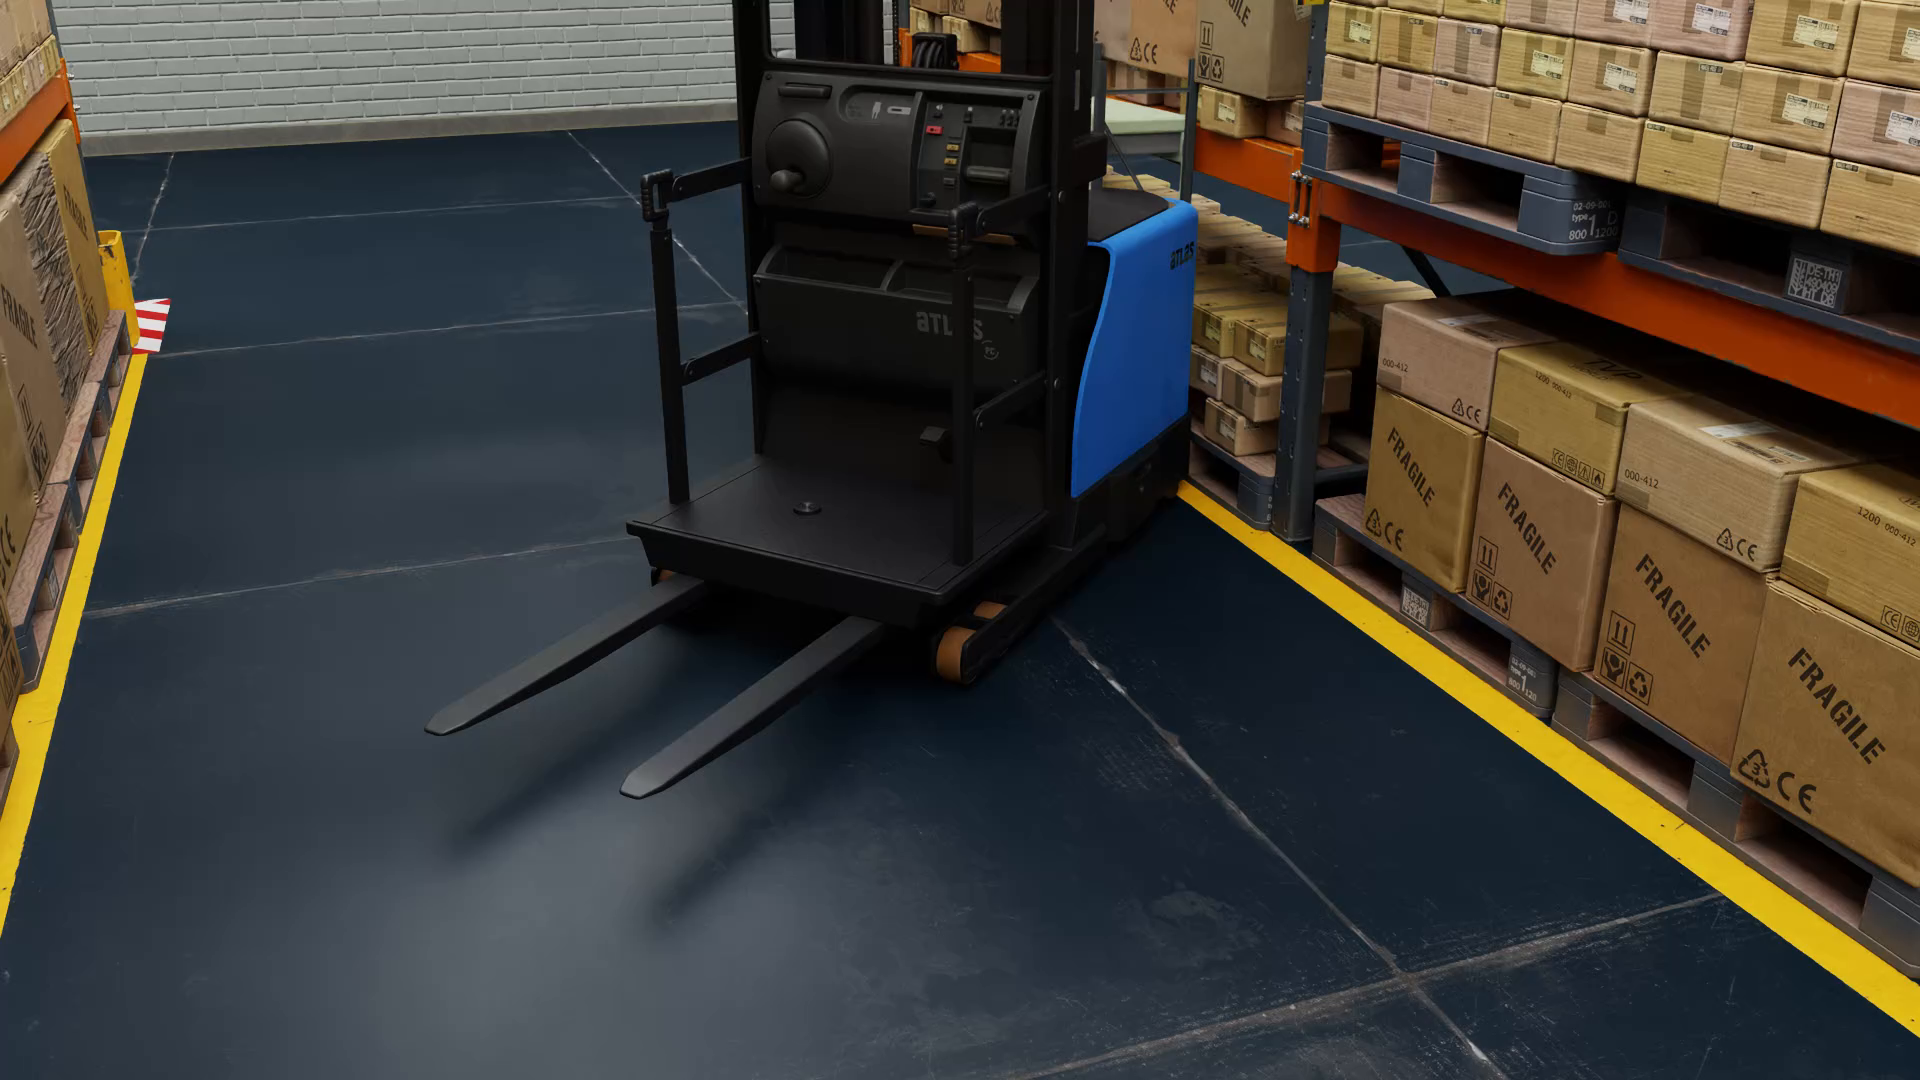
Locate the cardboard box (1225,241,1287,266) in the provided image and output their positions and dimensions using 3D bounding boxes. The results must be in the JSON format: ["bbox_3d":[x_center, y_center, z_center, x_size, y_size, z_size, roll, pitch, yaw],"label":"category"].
[{"bbox_3d":[1.340,-1.152,6.984,0.380,0.149,0.250,-8,24,-18],"label":"cardboard box"}]

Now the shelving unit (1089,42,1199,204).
[{"bbox_3d":[0.494,-1.075,6.309,0.431,1.500,0.755,-8,23,-22],"label":"shelving unit"}]

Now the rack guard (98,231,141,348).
[{"bbox_3d":[-4.526,-1.122,7.768,1.175,0.500,0.348,-8,24,-19],"label":"rack guard"}]

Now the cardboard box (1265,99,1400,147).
[{"bbox_3d":[1.252,-1.411,5.560,0.380,0.149,0.250,-9,24,-20],"label":"cardboard box"}]

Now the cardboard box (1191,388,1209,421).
[{"bbox_3d":[1.101,-0.537,6.291,0.380,0.149,0.250,-8,24,-18],"label":"cardboard box"}]

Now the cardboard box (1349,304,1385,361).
[{"bbox_3d":[1.644,-0.763,6.062,0.380,0.149,0.250,-7,24,-17],"label":"cardboard box"}]

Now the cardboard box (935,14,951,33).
[{"bbox_3d":[0.095,-2.544,8.246,0.380,0.149,0.250,-7,24,-17],"label":"cardboard box"}]

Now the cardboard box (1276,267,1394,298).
[{"bbox_3d":[1.466,-0.956,6.521,0.380,0.149,0.250,-9,24,-20],"label":"cardboard box"}]

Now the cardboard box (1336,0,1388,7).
[{"bbox_3d":[1.280,-1.601,4.703,0.380,0.149,0.250,-7,24,-16],"label":"cardboard box"}]

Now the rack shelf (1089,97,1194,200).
[{"bbox_3d":[0.500,-1.440,6.170,0.431,0.370,0.720,-8,23,-22],"label":"rack shelf"}]

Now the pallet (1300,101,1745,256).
[{"bbox_3d":[1.706,-1.069,4.672,1.003,0.211,1.213,-8,24,-19],"label":"pallet"}]

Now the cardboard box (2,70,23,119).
[{"bbox_3d":[-3.629,-1.600,6.007,0.380,0.149,0.250,-8,24,-19],"label":"cardboard box"}]

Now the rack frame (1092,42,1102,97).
[{"bbox_3d":[0.349,-1.197,6.622,0.400,1.500,0.023,-8,23,-22],"label":"rack frame"}]

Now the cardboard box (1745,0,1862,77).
[{"bbox_3d":[1.837,-1.034,3.358,0.380,0.149,0.250,-8,24,-17],"label":"cardboard box"}]

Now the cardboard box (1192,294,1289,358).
[{"bbox_3d":[1.075,-0.790,6.127,0.380,0.149,0.250,-8,24,-18],"label":"cardboard box"}]

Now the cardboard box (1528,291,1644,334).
[{"bbox_3d":[2.071,-0.607,5.039,0.500,0.250,0.500,-9,24,-20],"label":"cardboard box"}]

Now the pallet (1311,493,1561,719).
[{"bbox_3d":[1.848,0.112,5.212,1.003,0.211,1.213,-8,24,-19],"label":"pallet"}]

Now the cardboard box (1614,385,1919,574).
[{"bbox_3d":[1.952,-0.159,3.977,0.500,0.250,0.500,-7,24,-17],"label":"cardboard box"}]

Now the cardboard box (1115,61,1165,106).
[{"bbox_3d":[0.828,-1.787,6.451,0.380,0.149,0.250,-9,25,-21],"label":"cardboard box"}]

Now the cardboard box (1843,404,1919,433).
[{"bbox_3d":[2.440,-0.228,4.141,0.500,0.250,0.500,-9,25,-21],"label":"cardboard box"}]

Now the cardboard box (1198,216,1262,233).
[{"bbox_3d":[1.116,-1.334,7.417,0.380,0.149,0.250,-8,24,-19],"label":"cardboard box"}]

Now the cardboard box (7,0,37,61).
[{"bbox_3d":[-3.919,-2.009,6.464,0.500,0.250,0.500,-9,24,-20],"label":"cardboard box"}]

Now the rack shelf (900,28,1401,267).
[{"bbox_3d":[0.865,-1.851,7.205,1.077,0.370,4.000,-8,24,-19],"label":"rack shelf"}]

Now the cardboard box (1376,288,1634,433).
[{"bbox_3d":[1.586,-0.538,4.876,0.500,0.250,0.500,-9,25,-21],"label":"cardboard box"}]

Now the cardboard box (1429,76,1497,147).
[{"bbox_3d":[1.469,-1.136,4.365,0.380,0.149,0.250,-8,24,-19],"label":"cardboard box"}]

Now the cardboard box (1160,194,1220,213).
[{"bbox_3d":[1.007,-1.537,7.897,0.380,0.149,0.250,-7,24,-17],"label":"cardboard box"}]

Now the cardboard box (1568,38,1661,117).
[{"bbox_3d":[1.655,-1.084,3.860,0.380,0.149,0.250,-7,24,-17],"label":"cardboard box"}]

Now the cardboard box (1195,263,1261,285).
[{"bbox_3d":[0.962,-0.985,6.588,0.380,0.149,0.250,-8,24,-17],"label":"cardboard box"}]

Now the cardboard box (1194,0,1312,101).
[{"bbox_3d":[1.136,-1.775,5.589,0.500,0.500,0.500,-8,24,-19],"label":"cardboard box"}]

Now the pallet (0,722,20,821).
[{"bbox_3d":[-2.761,0.743,3.714,1.003,0.211,1.213,-8,24,-19],"label":"pallet"}]

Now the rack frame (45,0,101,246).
[{"bbox_3d":[-4.517,-2.265,7.262,1.000,3.000,0.127,-8,24,-19],"label":"rack frame"}]

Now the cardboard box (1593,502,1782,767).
[{"bbox_3d":[1.971,0.188,4.119,0.500,0.500,0.500,-8,24,-18],"label":"cardboard box"}]

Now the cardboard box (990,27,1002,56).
[{"bbox_3d":[0.360,-2.363,7.818,0.380,0.149,0.250,-7,24,-17],"label":"cardboard box"}]

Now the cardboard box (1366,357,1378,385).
[{"bbox_3d":[1.743,-0.648,6.172,0.380,0.149,0.250,-7,24,-17],"label":"cardboard box"}]

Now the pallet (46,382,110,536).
[{"bbox_3d":[-3.734,-0.258,6.089,1.003,0.211,1.213,-8,24,-19],"label":"pallet"}]

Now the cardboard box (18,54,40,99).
[{"bbox_3d":[-3.815,-1.788,6.454,0.380,0.149,0.250,-8,24,-18],"label":"cardboard box"}]

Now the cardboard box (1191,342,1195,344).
[{"bbox_3d":[0.945,-0.735,6.378,0.380,0.149,0.250,-9,25,-21],"label":"cardboard box"}]

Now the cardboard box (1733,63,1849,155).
[{"bbox_3d":[1.835,-0.896,3.413,0.380,0.149,0.250,-9,24,-20],"label":"cardboard box"}]

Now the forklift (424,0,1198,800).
[{"bbox_3d":[-0.301,-1.136,4.672,1.130,2.935,3.031,12,26,26],"label":"forklift"}]

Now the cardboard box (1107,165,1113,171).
[{"bbox_3d":[0.583,-1.905,8.772,0.380,0.149,0.250,-8,24,-18],"label":"cardboard box"}]

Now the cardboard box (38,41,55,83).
[{"bbox_3d":[-3.990,-1.971,6.887,0.380,0.149,0.250,-8,24,-18],"label":"cardboard box"}]

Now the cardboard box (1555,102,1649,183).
[{"bbox_3d":[1.647,-0.952,3.929,0.380,0.149,0.250,-9,25,-21],"label":"cardboard box"}]

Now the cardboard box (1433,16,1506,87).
[{"bbox_3d":[1.465,-1.276,4.316,0.380,0.149,0.250,-8,24,-18],"label":"cardboard box"}]

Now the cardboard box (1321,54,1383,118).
[{"bbox_3d":[1.280,-1.327,4.819,0.380,0.149,0.250,-10,25,-22],"label":"cardboard box"}]

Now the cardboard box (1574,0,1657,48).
[{"bbox_3d":[1.650,-1.223,3.807,0.380,0.149,0.250,-9,24,-19],"label":"cardboard box"}]

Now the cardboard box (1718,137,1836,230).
[{"bbox_3d":[1.833,-0.761,3.477,0.380,0.149,0.250,-10,25,-21],"label":"cardboard box"}]

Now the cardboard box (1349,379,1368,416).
[{"bbox_3d":[1.650,-0.608,6.461,0.380,0.149,0.250,-8,24,-17],"label":"cardboard box"}]

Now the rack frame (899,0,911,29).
[{"bbox_3d":[0.159,-2.909,8.789,1.000,3.000,0.127,-8,24,-19],"label":"rack frame"}]

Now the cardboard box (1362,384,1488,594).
[{"bbox_3d":[1.585,-0.192,5.021,0.500,0.500,0.500,-7,24,-17],"label":"cardboard box"}]

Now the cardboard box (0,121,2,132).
[{"bbox_3d":[-3.450,-1.415,5.569,0.380,0.149,0.250,-9,25,-21],"label":"cardboard box"}]

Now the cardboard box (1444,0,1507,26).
[{"bbox_3d":[1.473,-1.407,4.243,0.380,0.149,0.250,-8,24,-19],"label":"cardboard box"}]

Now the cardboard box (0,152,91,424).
[{"bbox_3d":[-3.895,-0.927,6.283,0.875,0.875,0.875,-8,24,-19],"label":"cardboard box"}]

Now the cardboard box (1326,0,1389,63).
[{"bbox_3d":[1.280,-1.464,4.761,0.380,0.149,0.250,-8,24,-18],"label":"cardboard box"}]

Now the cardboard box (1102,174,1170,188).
[{"bbox_3d":[0.828,-1.729,8.355,0.380,0.149,0.250,-9,24,-20],"label":"cardboard box"}]

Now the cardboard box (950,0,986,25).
[{"bbox_3d":[0.272,-2.700,7.782,0.500,0.500,0.500,-8,24,-19],"label":"cardboard box"}]

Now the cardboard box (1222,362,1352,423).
[{"bbox_3d":[1.163,-0.543,5.923,0.380,0.149,0.250,-8,24,-18],"label":"cardboard box"}]

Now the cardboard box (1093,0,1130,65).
[{"bbox_3d":[0.780,-2.145,6.466,0.500,0.500,0.500,-8,24,-19],"label":"cardboard box"}]

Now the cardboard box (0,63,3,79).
[{"bbox_3d":[-3.551,-1.635,5.578,0.500,0.250,0.500,-8,24,-19],"label":"cardboard box"}]

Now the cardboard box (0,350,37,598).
[{"bbox_3d":[-3.263,-0.277,4.740,0.875,0.875,0.875,-8,24,-19],"label":"cardboard box"}]

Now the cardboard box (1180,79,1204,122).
[{"bbox_3d":[1.020,-1.595,5.996,0.380,0.149,0.250,-7,24,-17],"label":"cardboard box"}]
